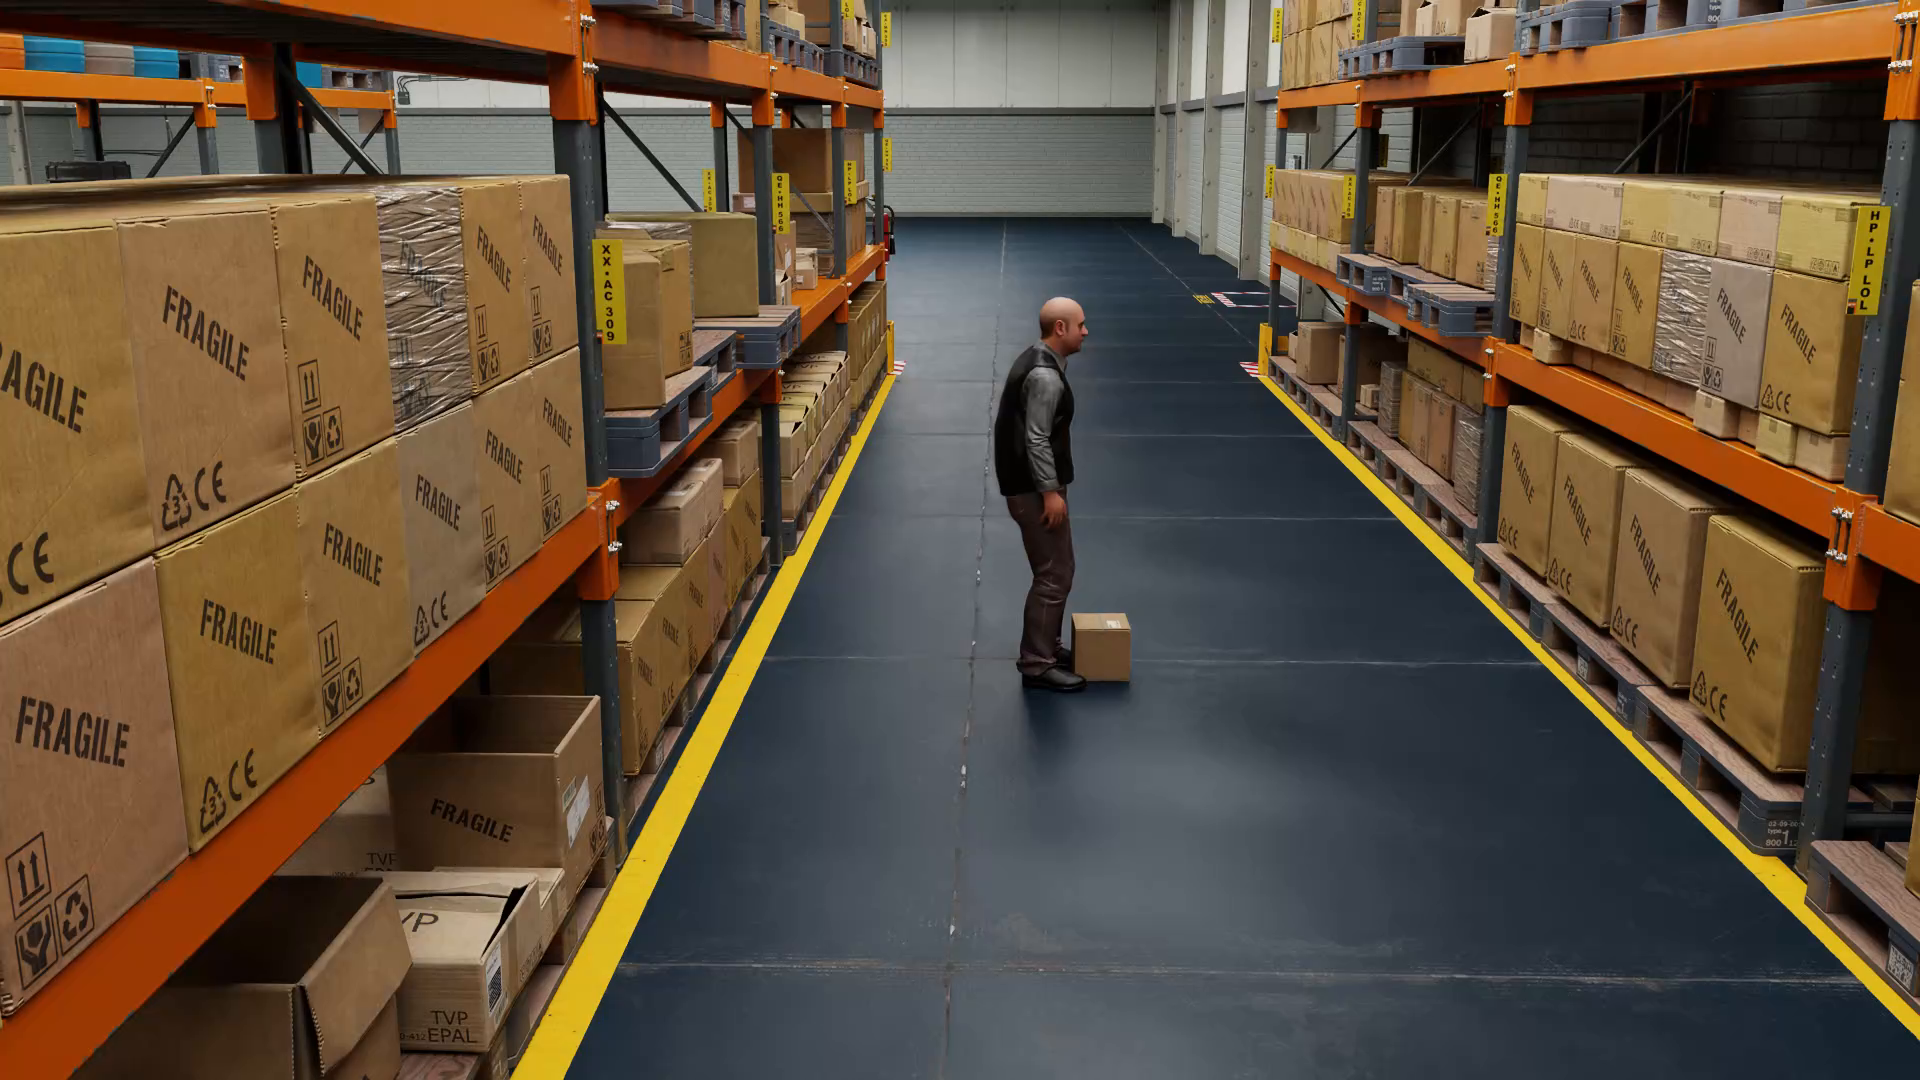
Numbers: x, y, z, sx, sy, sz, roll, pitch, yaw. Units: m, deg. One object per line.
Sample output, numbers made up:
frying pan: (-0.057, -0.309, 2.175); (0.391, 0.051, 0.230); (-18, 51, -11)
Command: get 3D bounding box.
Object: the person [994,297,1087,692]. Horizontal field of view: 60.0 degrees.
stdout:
person: (0.386, -0.220, 7.446); (0.472, 1.720, 0.581); (0, 14, -1)
